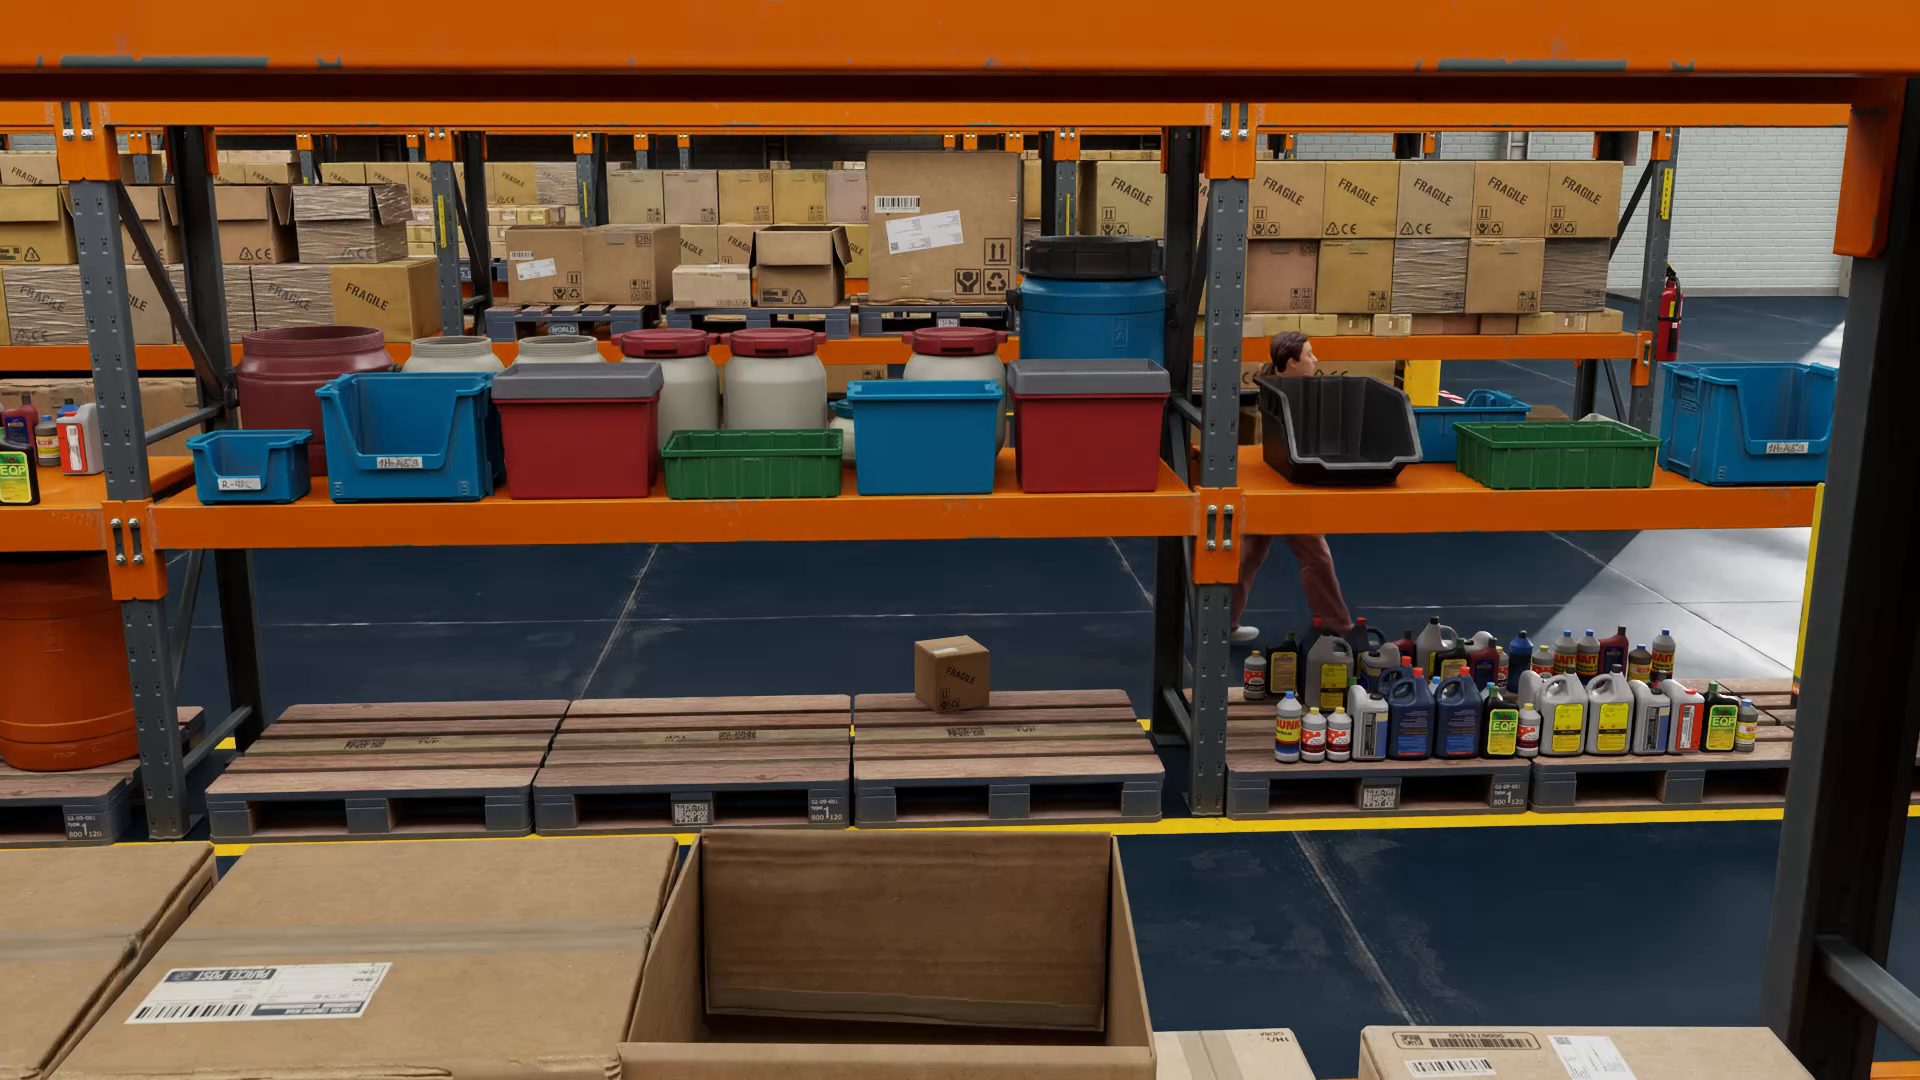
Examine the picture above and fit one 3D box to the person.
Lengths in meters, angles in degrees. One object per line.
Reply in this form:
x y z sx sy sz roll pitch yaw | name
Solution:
1.694 -0.231 8.450 0.882 1.664 0.497 0 14 2 | person
